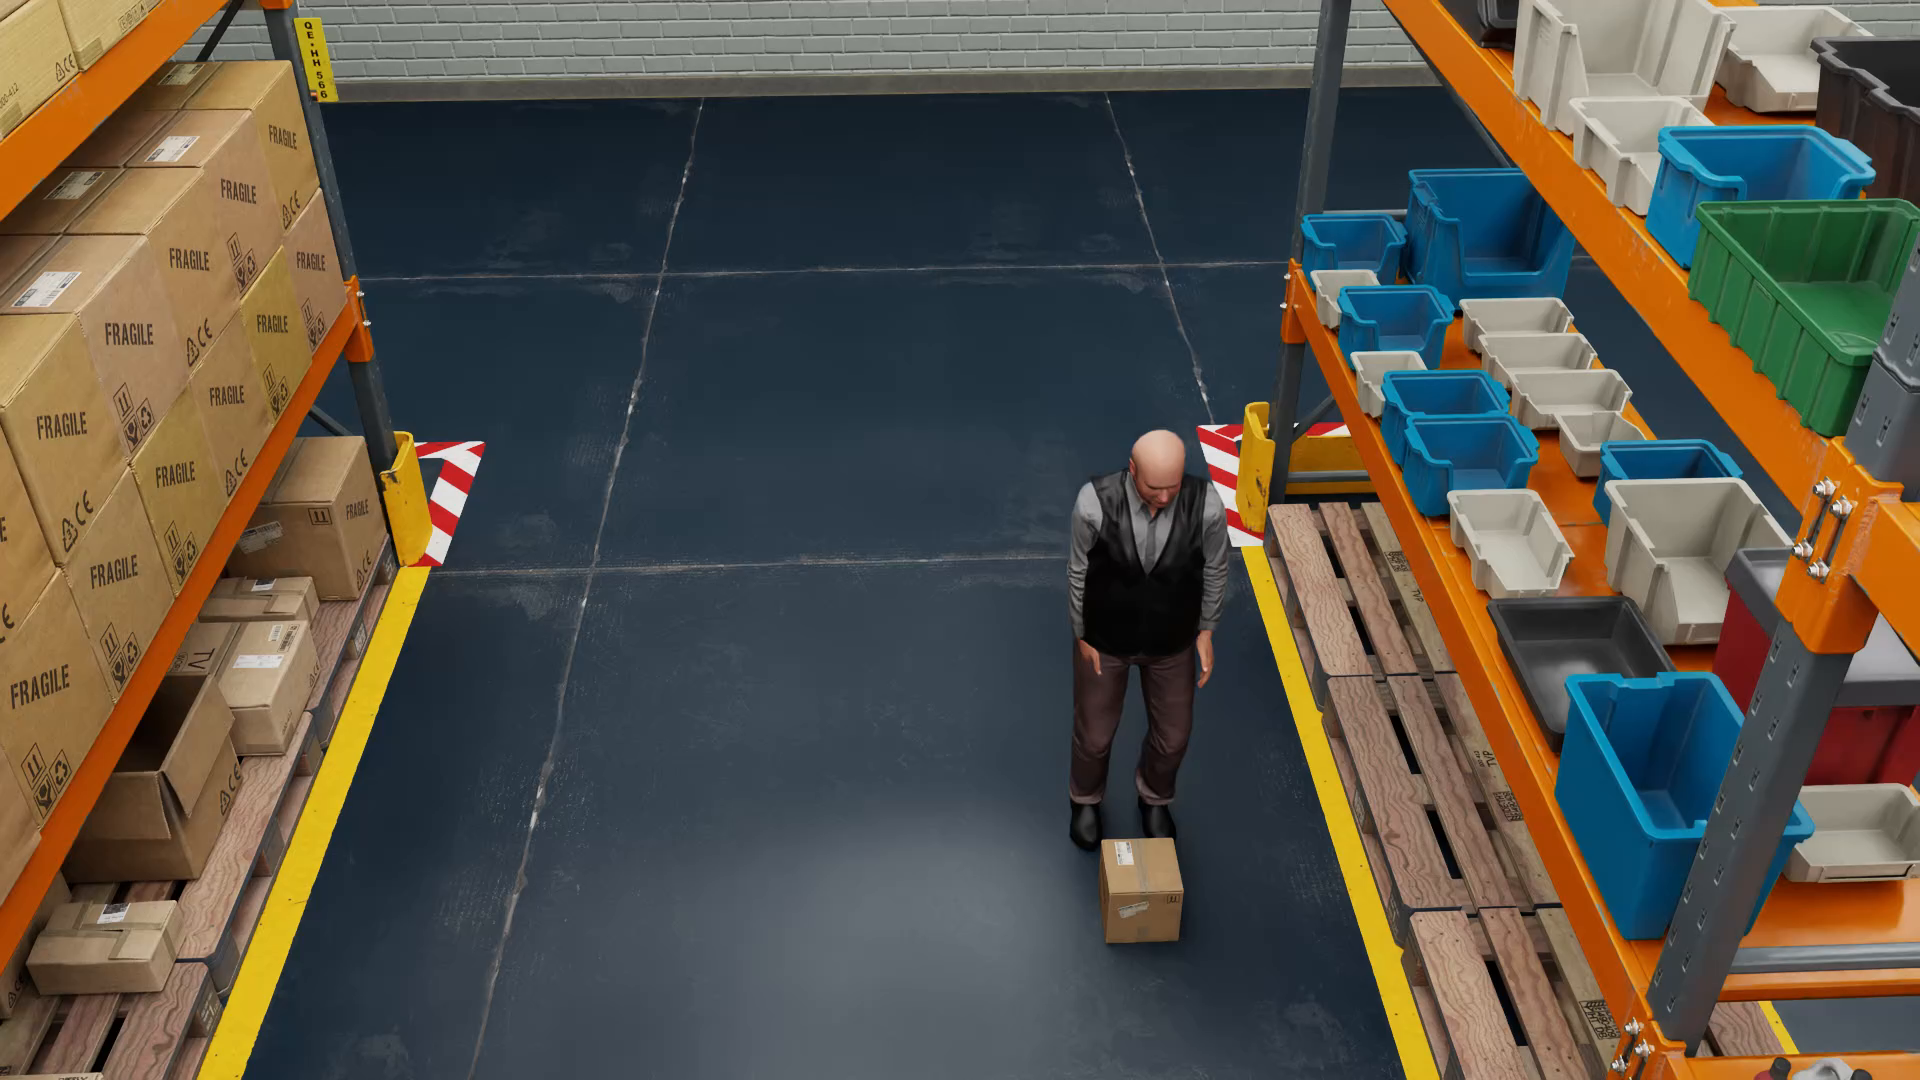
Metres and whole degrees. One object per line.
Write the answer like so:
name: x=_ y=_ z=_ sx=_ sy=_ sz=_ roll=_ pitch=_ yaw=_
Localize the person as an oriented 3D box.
person: x=0.627 y=0.337 z=5.711 sx=0.543 sy=1.704 sz=0.372 roll=-1 pitch=35 yaw=-1
